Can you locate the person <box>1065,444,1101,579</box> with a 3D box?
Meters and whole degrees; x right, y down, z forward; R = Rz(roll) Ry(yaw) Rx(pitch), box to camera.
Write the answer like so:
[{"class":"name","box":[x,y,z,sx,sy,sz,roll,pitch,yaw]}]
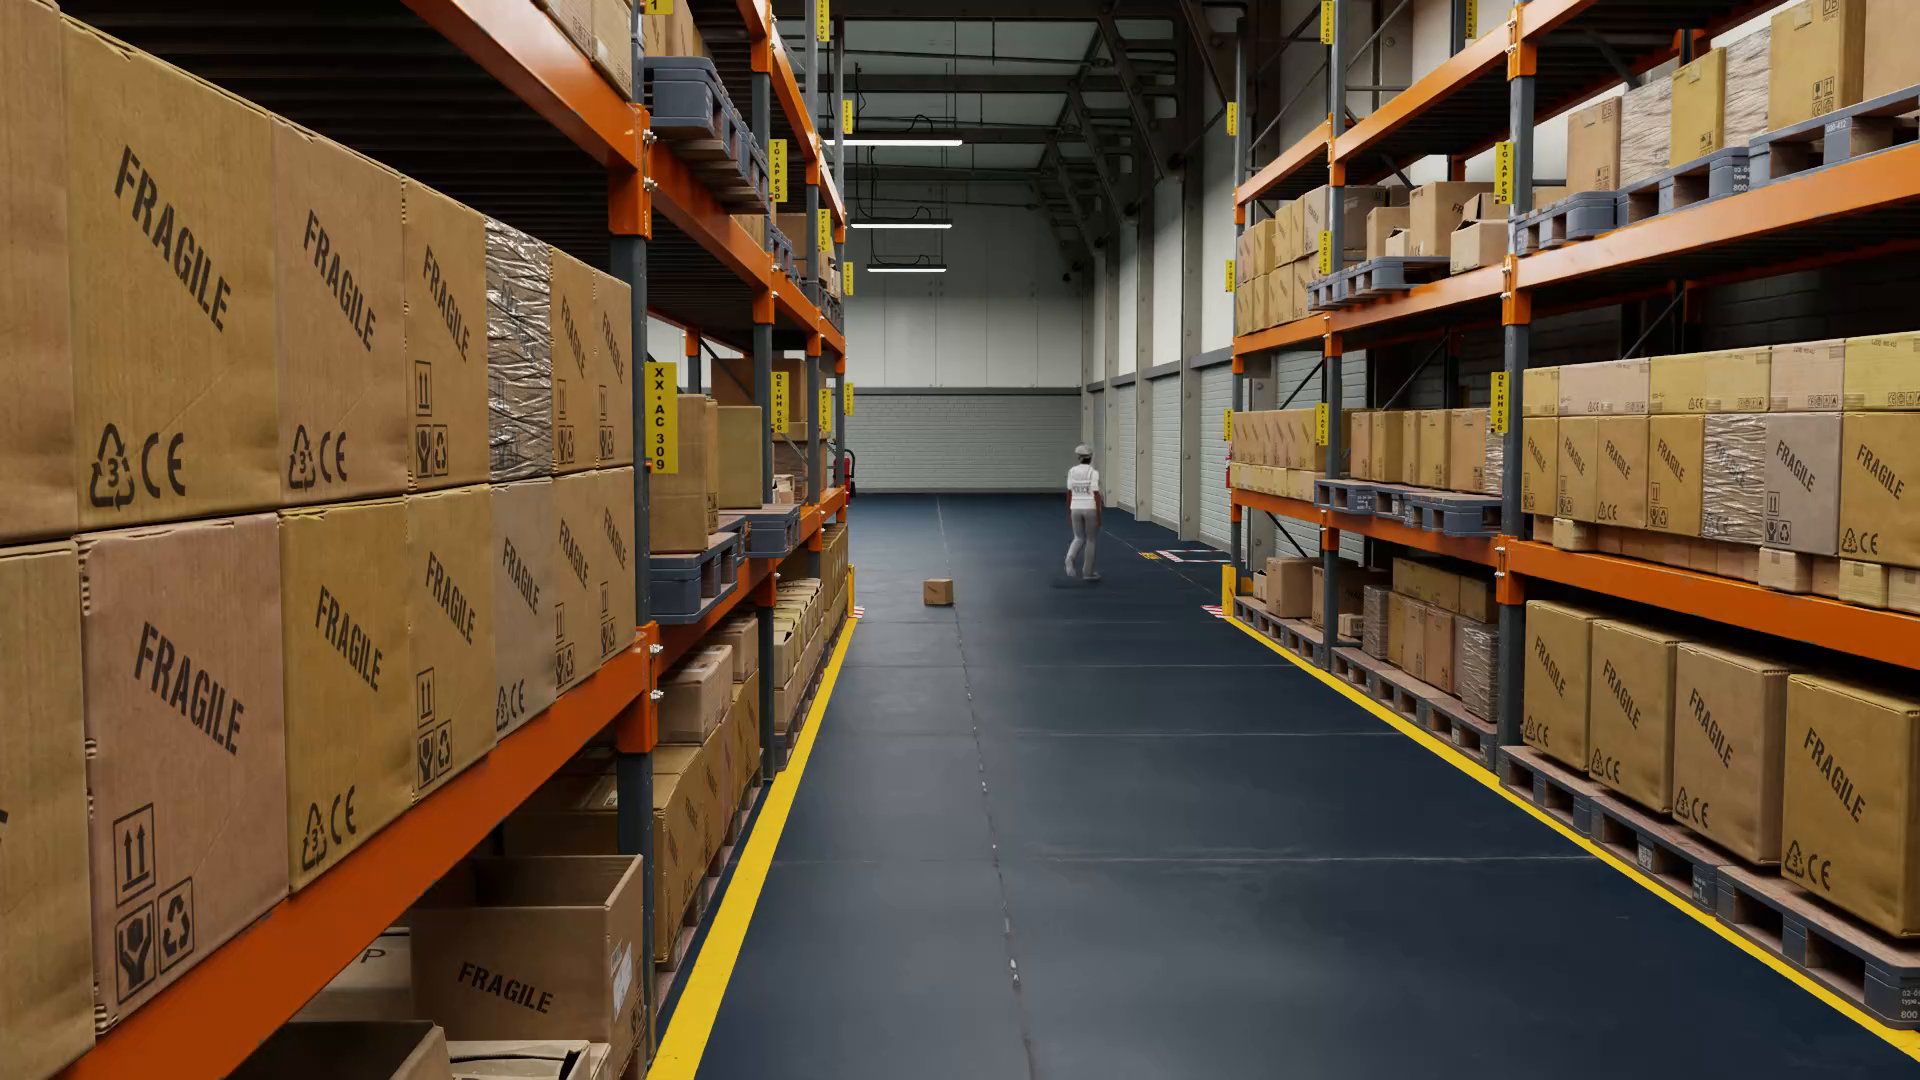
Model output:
[{"class":"person","box":[1.530,-0.347,20.581,0.444,1.682,0.531,2,5,31]}]
